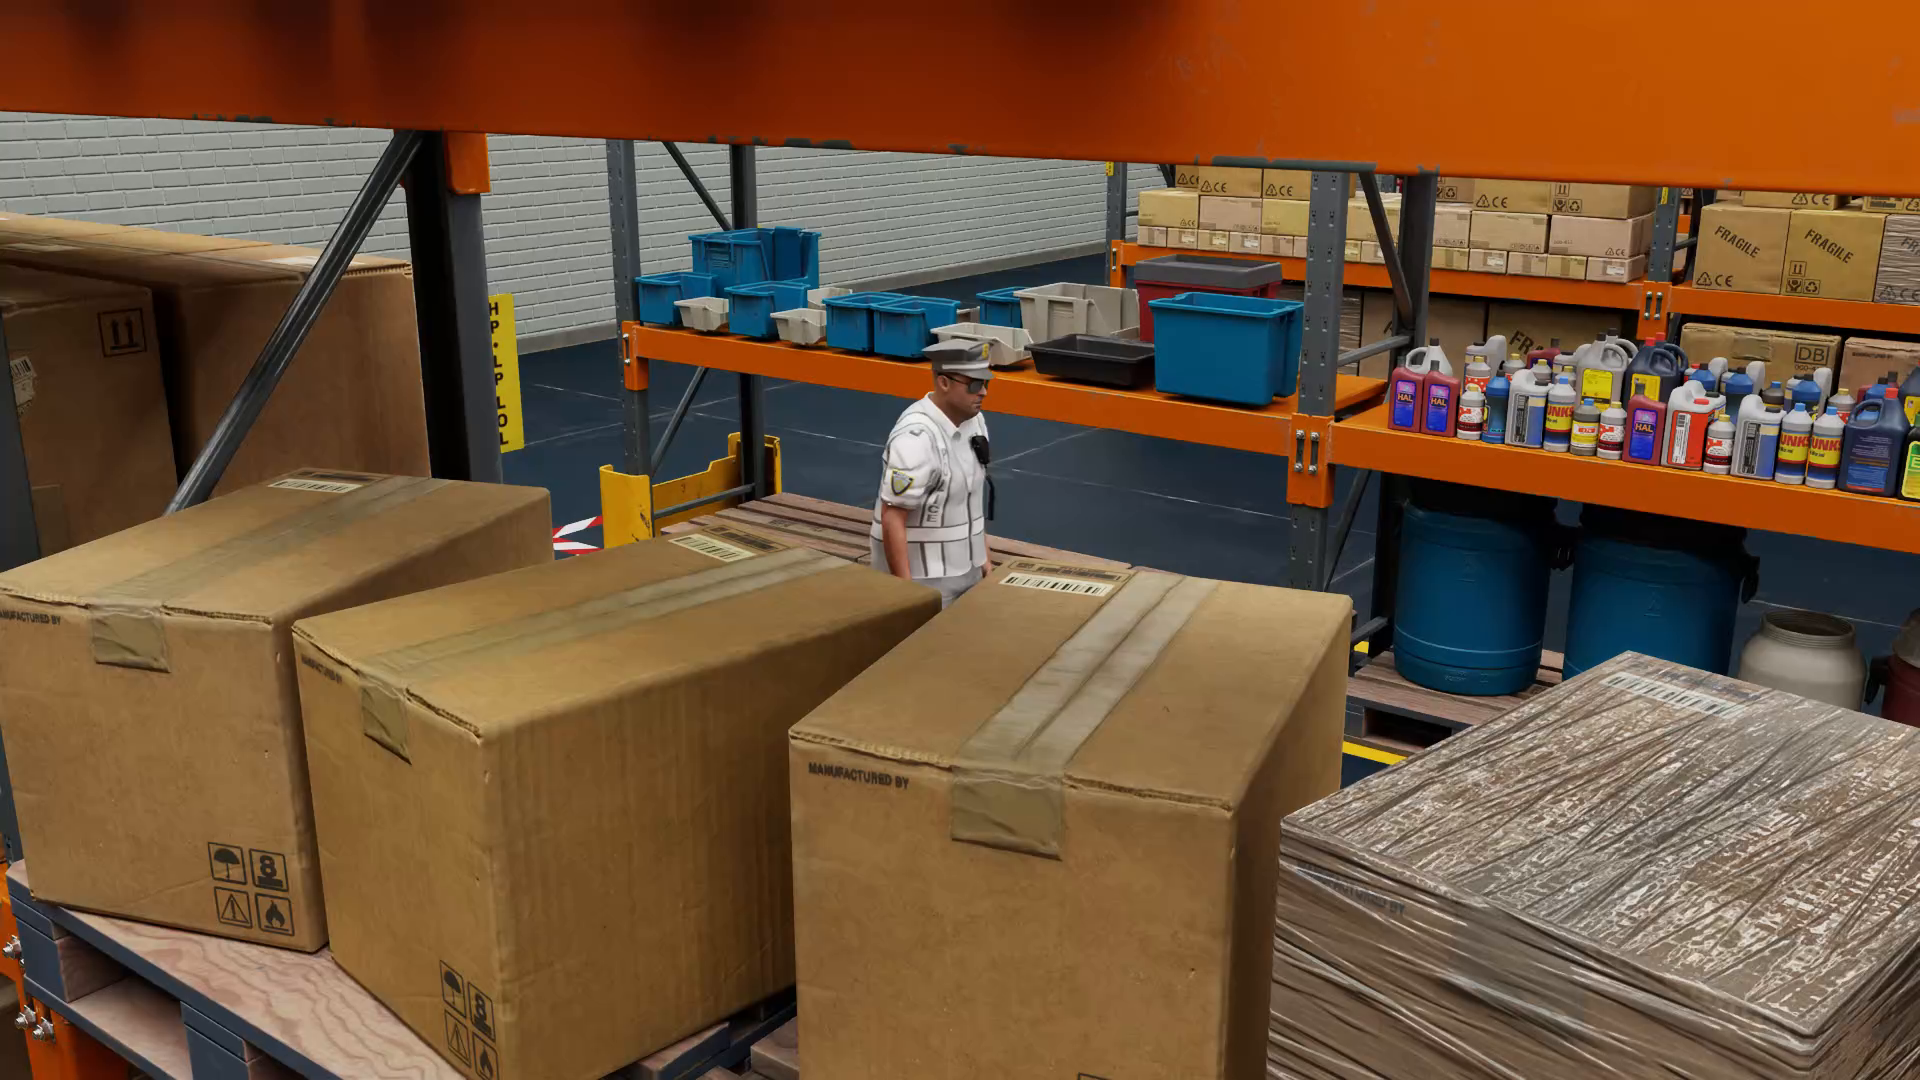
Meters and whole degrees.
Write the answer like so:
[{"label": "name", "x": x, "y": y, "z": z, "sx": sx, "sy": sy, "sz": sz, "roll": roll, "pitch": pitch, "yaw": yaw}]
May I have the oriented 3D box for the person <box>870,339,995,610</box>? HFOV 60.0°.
[{"label": "person", "x": -0.087, "y": 0.128, "z": 6.085, "sx": 0.431, "sy": 1.750, "sz": 0.606, "roll": 11, "pitch": 19, "yaw": 32}]
